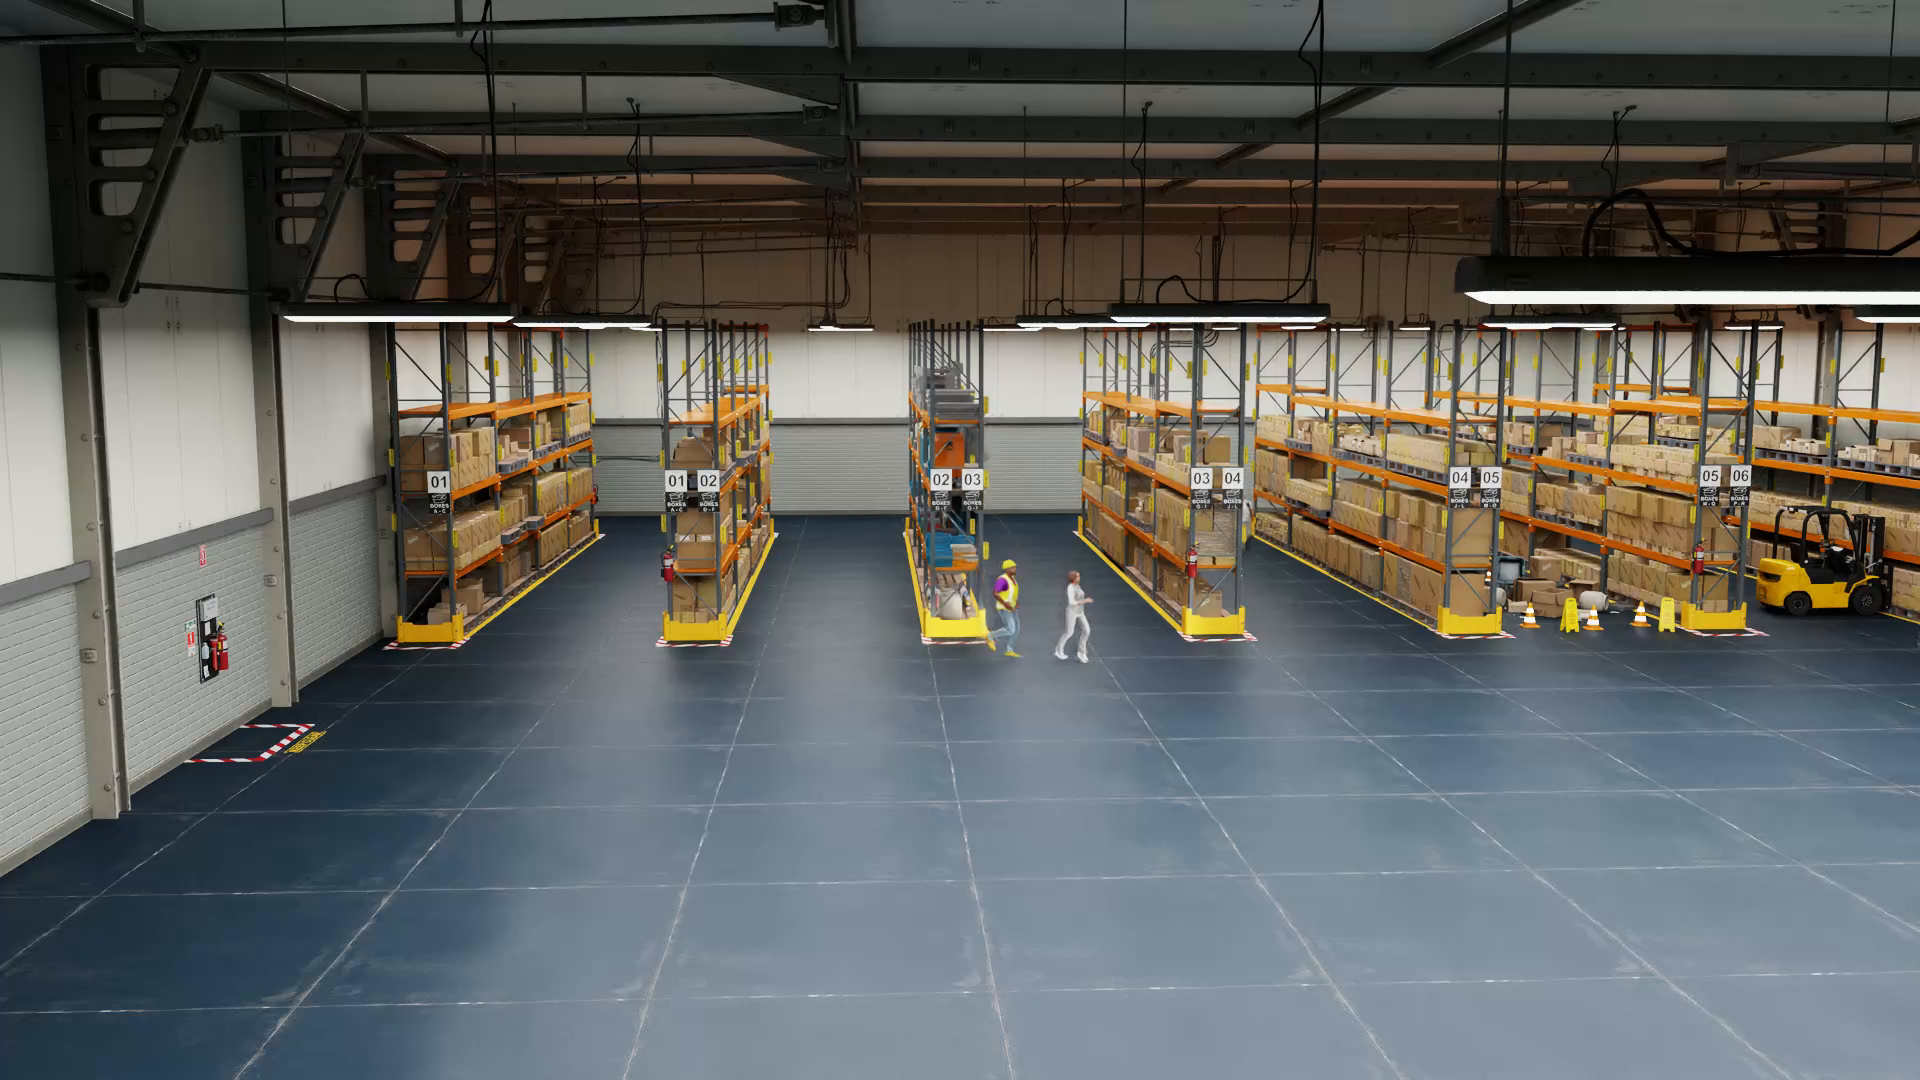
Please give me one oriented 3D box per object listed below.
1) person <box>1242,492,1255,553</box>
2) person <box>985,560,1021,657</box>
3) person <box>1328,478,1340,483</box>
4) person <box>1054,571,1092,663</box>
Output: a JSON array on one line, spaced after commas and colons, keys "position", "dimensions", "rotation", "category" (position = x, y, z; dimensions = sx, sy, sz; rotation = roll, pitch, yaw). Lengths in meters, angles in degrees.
[{"position": [7.439, -0.464, 43.631], "dimensions": [0.616, 1.630, 0.508], "rotation": [0, 7, 3], "category": "person"}, {"position": [0.779, 1.219, 29.665], "dimensions": [0.652, 1.754, 0.717], "rotation": [2, 7, 18], "category": "person"}, {"position": [11.314, -1.195, 49.325], "dimensions": [1.054, 1.746, 0.701], "rotation": [-2, 7, -12], "category": "person"}, {"position": [1.997, 1.349, 29.075], "dimensions": [0.711, 1.637, 0.508], "rotation": [4, 8, 31], "category": "person"}]
